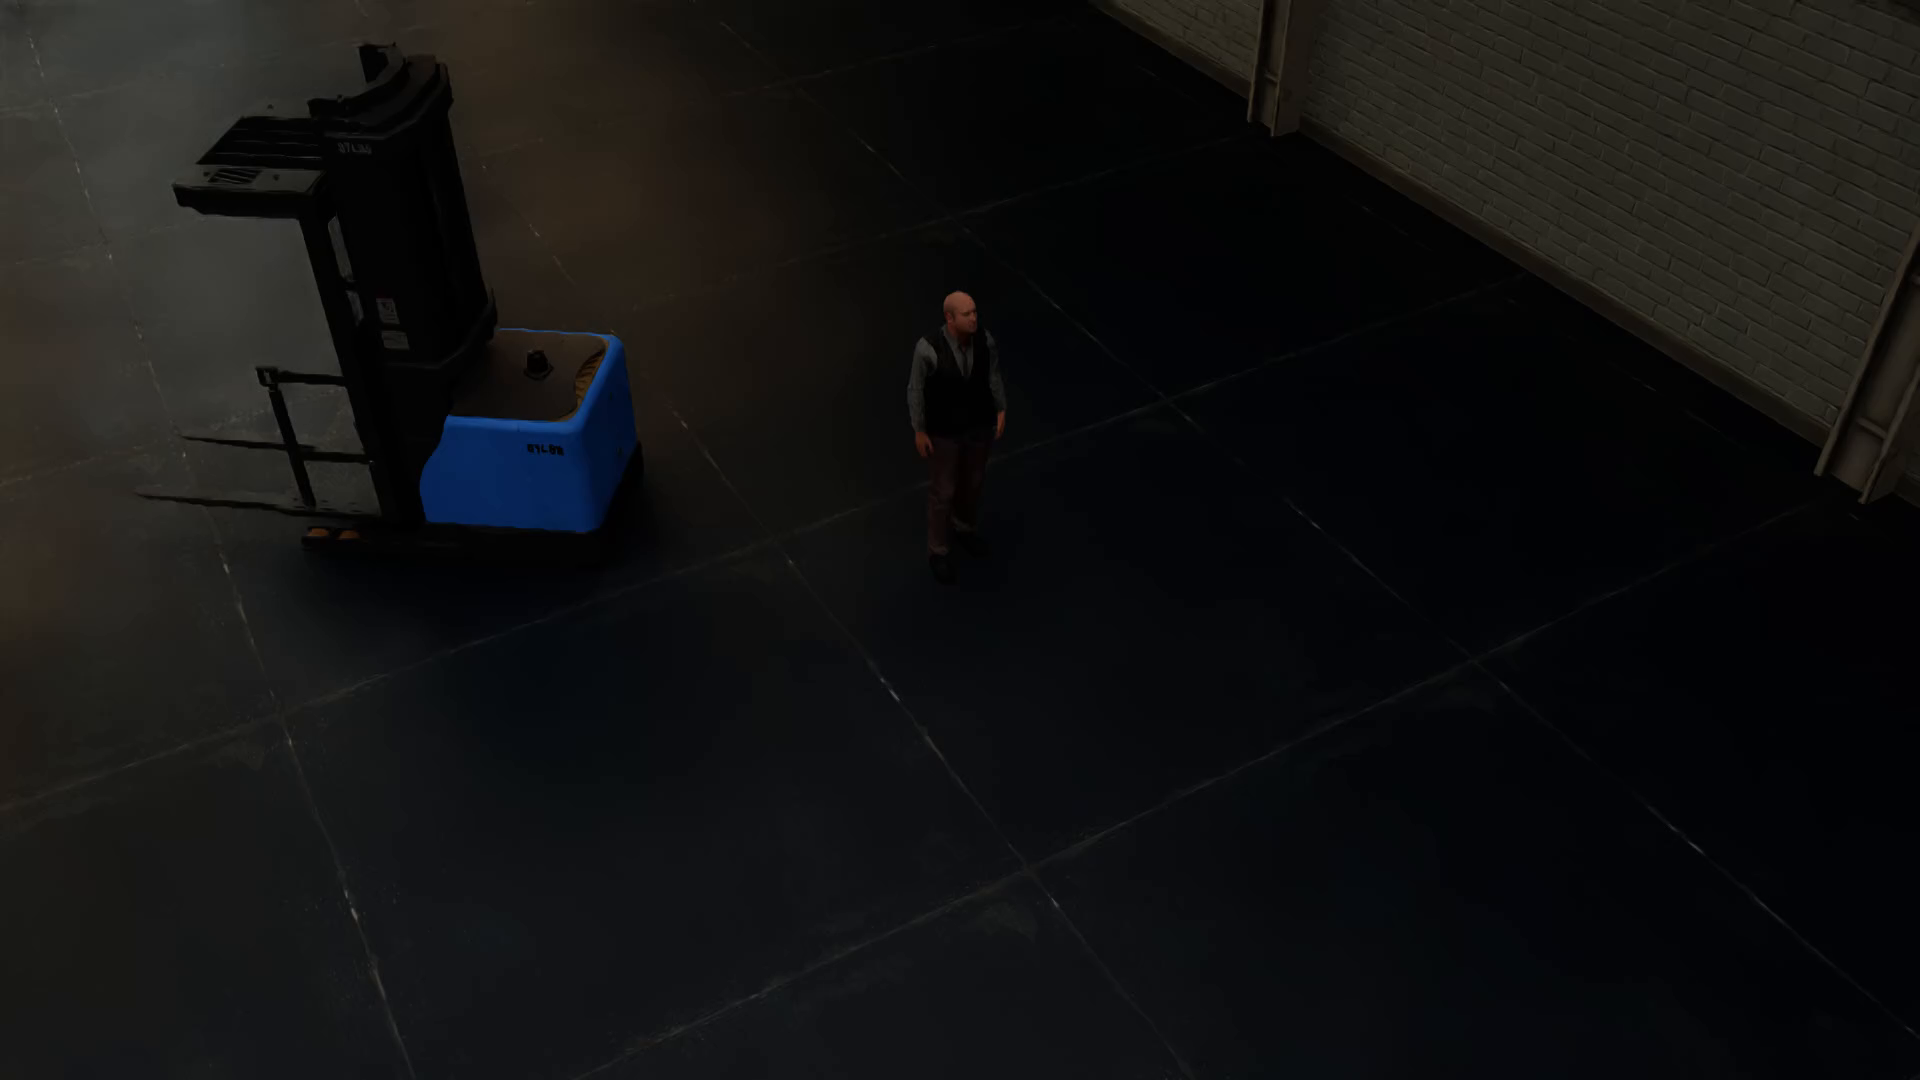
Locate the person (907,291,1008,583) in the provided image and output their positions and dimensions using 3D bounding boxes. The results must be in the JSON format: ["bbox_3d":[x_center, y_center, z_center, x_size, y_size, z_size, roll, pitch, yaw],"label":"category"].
[{"bbox_3d":[0.024,-0.631,9.733,0.632,1.720,0.567,-20,44,-23],"label":"person"}]

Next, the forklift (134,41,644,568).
[{"bbox_3d":[-3.596,-1.356,9.672,3.031,2.935,1.130,4,40,5],"label":"forklift"}]
